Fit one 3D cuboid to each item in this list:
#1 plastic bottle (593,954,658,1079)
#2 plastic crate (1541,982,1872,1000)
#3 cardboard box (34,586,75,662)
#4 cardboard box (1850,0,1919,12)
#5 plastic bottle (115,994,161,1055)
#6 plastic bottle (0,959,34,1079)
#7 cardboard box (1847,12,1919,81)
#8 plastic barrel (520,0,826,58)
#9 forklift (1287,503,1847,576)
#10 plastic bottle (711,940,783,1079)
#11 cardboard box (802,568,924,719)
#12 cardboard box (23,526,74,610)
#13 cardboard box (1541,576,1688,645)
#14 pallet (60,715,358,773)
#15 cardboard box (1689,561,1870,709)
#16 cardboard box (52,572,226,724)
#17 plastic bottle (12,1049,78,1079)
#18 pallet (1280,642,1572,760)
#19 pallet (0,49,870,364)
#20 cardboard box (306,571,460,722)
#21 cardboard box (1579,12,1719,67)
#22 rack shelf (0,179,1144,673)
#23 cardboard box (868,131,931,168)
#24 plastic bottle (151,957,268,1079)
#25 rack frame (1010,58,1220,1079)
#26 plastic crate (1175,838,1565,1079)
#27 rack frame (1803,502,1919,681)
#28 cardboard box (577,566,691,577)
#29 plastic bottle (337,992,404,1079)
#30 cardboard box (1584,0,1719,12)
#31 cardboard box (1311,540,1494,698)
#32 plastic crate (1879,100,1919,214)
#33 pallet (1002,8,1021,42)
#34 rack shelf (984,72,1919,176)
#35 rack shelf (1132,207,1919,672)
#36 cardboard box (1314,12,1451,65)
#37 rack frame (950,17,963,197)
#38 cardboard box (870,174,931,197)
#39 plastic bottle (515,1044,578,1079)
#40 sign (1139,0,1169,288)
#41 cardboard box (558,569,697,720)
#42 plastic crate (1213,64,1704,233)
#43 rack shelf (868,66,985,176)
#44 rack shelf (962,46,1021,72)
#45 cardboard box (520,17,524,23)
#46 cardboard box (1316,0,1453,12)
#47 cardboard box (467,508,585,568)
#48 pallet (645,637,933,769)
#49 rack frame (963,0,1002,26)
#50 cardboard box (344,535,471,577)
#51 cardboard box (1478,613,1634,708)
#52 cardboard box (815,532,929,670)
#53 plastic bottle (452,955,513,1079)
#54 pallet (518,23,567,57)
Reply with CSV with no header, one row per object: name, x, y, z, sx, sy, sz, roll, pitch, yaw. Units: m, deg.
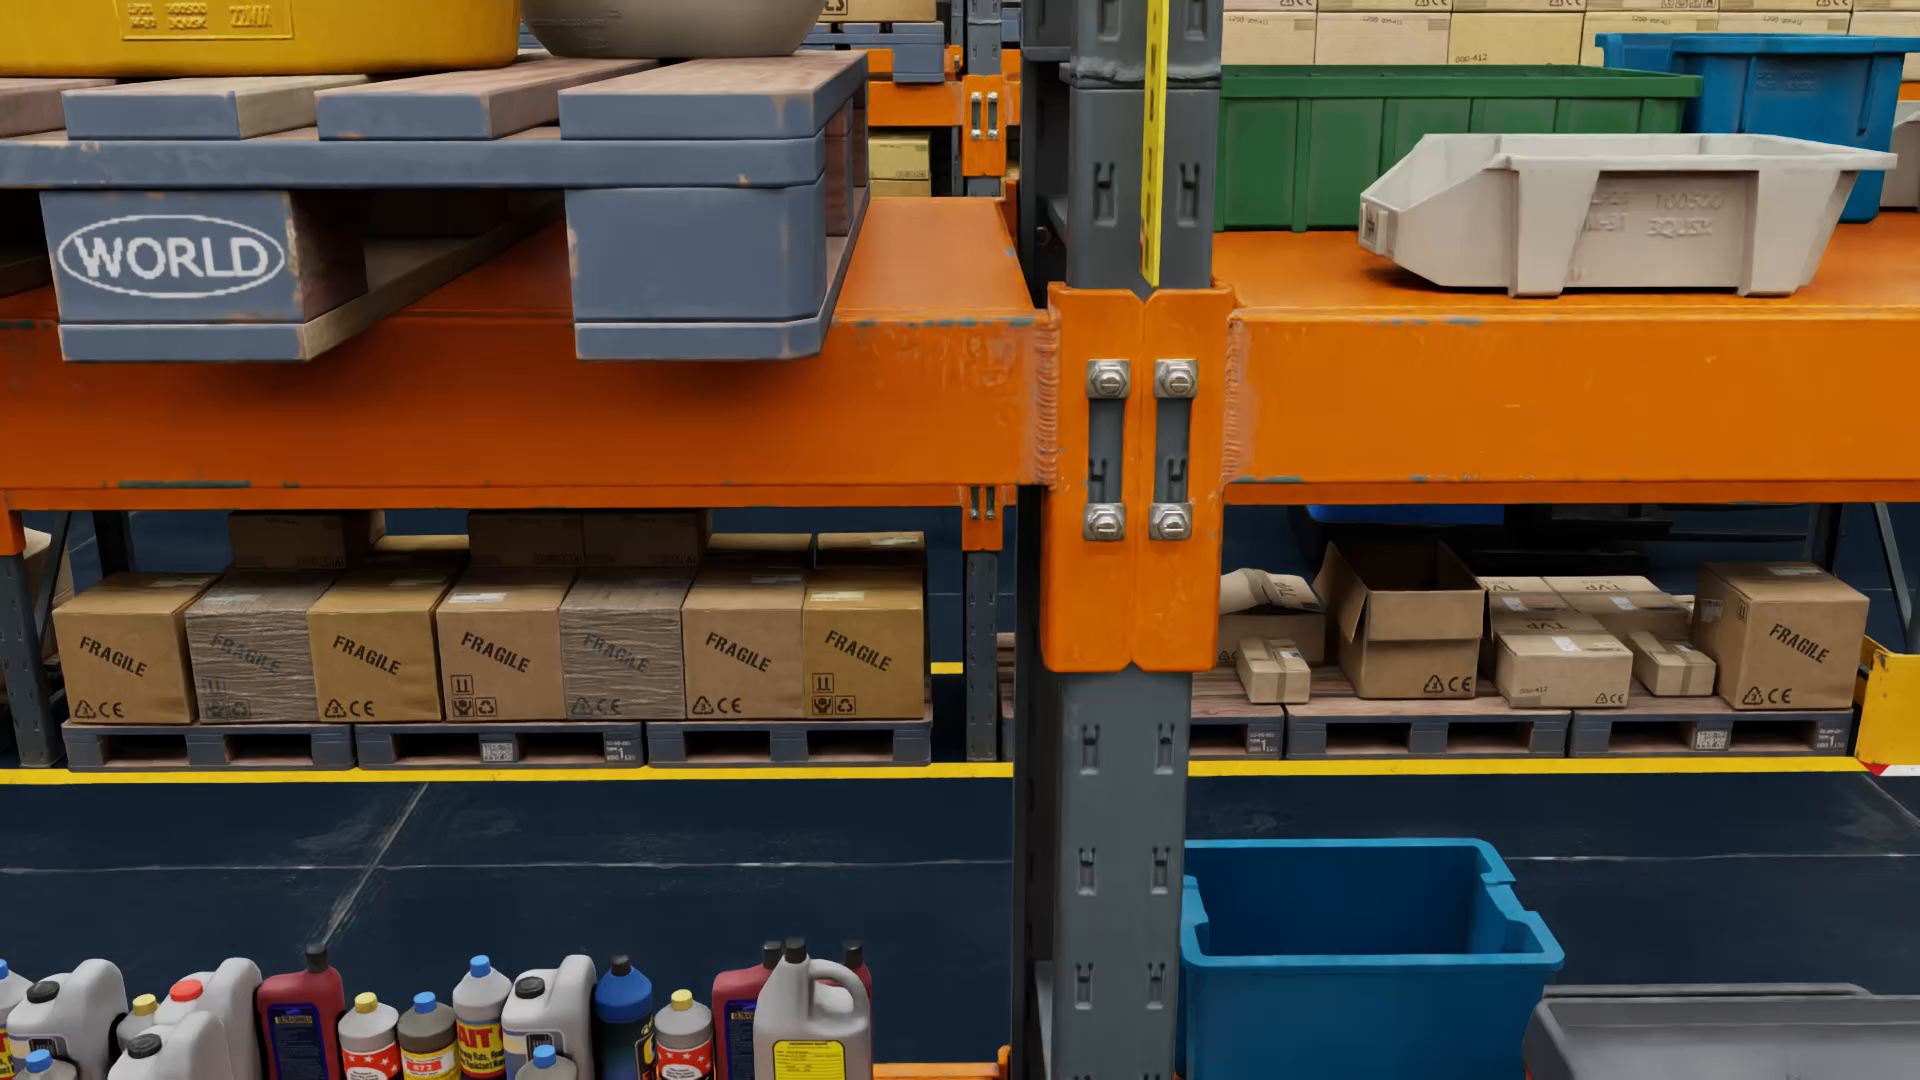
plastic bottle,-0.561,0.821,2.788,0.097,0.271,0.097,0,18,0
plastic crate,1.273,0.896,2.696,0.590,0.125,0.437,0,18,-1
cardboard box,-4.444,0.410,7.674,0.500,0.250,0.500,0,18,-1
cardboard box,3.574,-2.166,6.405,0.500,0.250,0.500,0,18,-1
plastic bottle,-1.353,0.858,2.787,0.097,0.201,0.097,0,18,0
plastic bottle,-1.585,0.826,2.773,0.097,0.271,0.097,0,18,0
cardboard box,3.574,-1.925,6.473,0.500,0.250,0.500,0,18,-1
plastic barrel,-0.372,-0.886,2.078,0.433,0.535,0.433,0,18,0
forklift,3.519,-1.336,9.413,3.031,2.935,1.130,1,18,3
plastic bottle,-0.348,0.809,2.807,0.133,0.283,0.061,0,18,-1
cardboard box,-0.405,0.439,7.141,0.500,0.500,0.500,0,18,-1
cardboard box,-4.444,0.143,7.588,0.500,0.311,0.500,0,18,1
cardboard box,3.035,0.367,7.774,0.500,0.250,0.500,0,18,-1
pallet,-3.169,0.723,7.448,1.213,0.211,1.003,0,18,-1
cardboard box,3.544,0.407,7.239,0.500,0.500,0.500,0,18,-1
cardboard box,-3.456,0.453,7.096,0.500,0.500,0.500,0,18,1
plastic bottle,-1.448,0.905,2.641,0.097,0.201,0.097,0,18,0
pallet,1.993,0.686,7.563,1.213,0.211,1.003,0,18,-1
pallet,-0.624,-0.424,1.856,1.003,0.211,1.213,0,18,-1
cardboard box,-2.431,0.448,7.112,0.500,0.500,0.500,-1,18,-2
cardboard box,2.574,-1.920,6.456,0.500,0.250,0.500,0,18,-1
rack shelf,-1.841,-0.195,2.012,4.000,0.370,1.077,0,18,-1
cardboard box,-0.462,-2.778,11.886,0.500,0.250,0.500,0,18,1
plastic bottle,-1.236,0.830,2.751,0.135,0.276,0.152,0,18,-1
rack frame,0.158,0.881,2.390,0.127,3.000,1.000,0,18,-1
plastic crate,0.620,0.754,2.715,0.575,0.384,0.392,0,18,-1
rack frame,4.083,-0.651,7.167,0.127,3.000,1.000,0,18,-1
cardboard box,-1.437,0.283,7.627,0.500,0.500,0.500,0,18,0
plastic bottle,-0.987,0.856,2.792,0.097,0.201,0.097,0,18,0
cardboard box,2.574,-2.162,6.393,0.500,0.250,0.500,0,18,-1
cardboard box,1.962,0.337,7.454,0.637,0.503,0.797,0,18,-1
plastic crate,1.424,-0.544,2.354,0.466,0.136,0.293,0,18,-1
pallet,0.820,-3.532,11.381,1.213,0.211,1.003,0,18,-1
rack shelf,2.084,-1.727,6.788,4.000,0.370,1.077,0,18,-1
rack shelf,2.158,-0.214,2.072,4.000,0.370,1.077,0,18,-1
cardboard box,1.574,-1.919,6.453,0.500,0.250,0.500,0,18,-1
rack frame,0.002,-2.145,11.823,0.127,3.000,1.000,0,18,-1
cardboard box,-0.456,-2.264,11.512,0.500,0.500,0.500,-1,18,-2
plastic bottle,-0.656,0.901,2.653,0.097,0.201,0.097,0,18,0
sign,0.165,-0.384,1.407,0.005,0.325,0.100,0,18,-1
cardboard box,-1.401,0.441,7.134,0.500,0.500,0.500,0,18,0
plastic crate,0.577,-0.541,2.259,0.662,0.188,0.450,0,18,-1
rack shelf,-1.916,-1.708,6.728,4.000,0.370,1.077,0,18,-1
rack shelf,2.002,-3.240,11.505,4.000,0.370,1.077,0,18,-1
cardboard box,-1.755,-2.368,6.594,0.600,0.600,0.600,-1,18,-3
cardboard box,1.574,-2.155,6.371,0.500,0.250,0.500,0,18,-1
cardboard box,-1.905,-0.073,7.508,0.500,0.250,0.500,-1,18,-2
pallet,-0.729,0.711,7.484,1.213,0.211,1.003,0,18,-1
rack frame,0.084,-3.488,6.190,0.127,3.000,1.000,0,18,-1
cardboard box,-2.467,0.290,7.606,0.500,0.500,0.500,-1,18,-3
cardboard box,2.593,0.522,7.291,0.500,0.250,0.500,0,18,-1
cardboard box,-0.404,0.277,7.646,0.500,0.500,0.500,-1,18,-3
plastic bottle,-0.793,0.822,2.785,0.097,0.271,0.097,0,18,0
pallet,-1.606,-1.983,6.716,1.003,0.211,1.213,0,18,-1
